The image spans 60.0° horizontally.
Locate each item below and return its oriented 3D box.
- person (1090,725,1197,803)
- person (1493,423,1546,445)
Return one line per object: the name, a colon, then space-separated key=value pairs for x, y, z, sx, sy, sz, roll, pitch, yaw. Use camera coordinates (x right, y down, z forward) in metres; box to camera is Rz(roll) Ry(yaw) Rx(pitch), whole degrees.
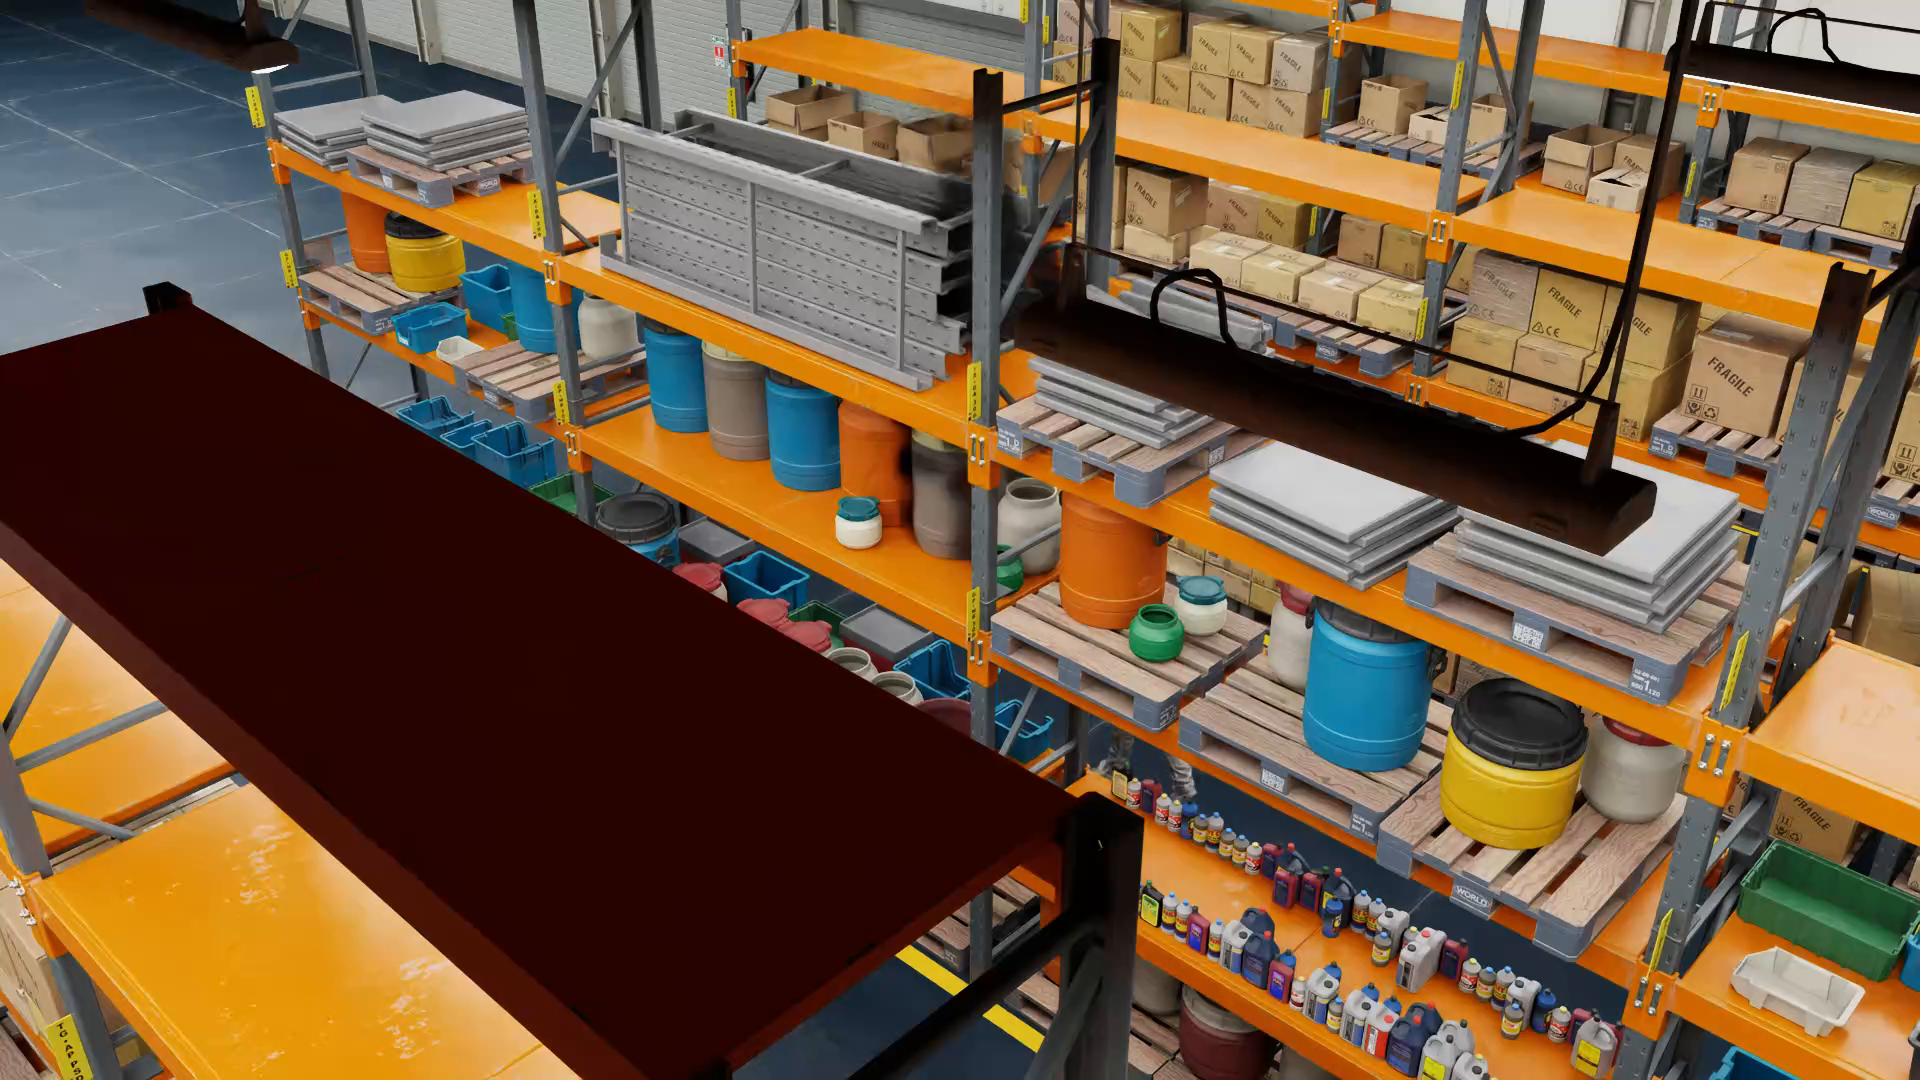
person: x=1.331 y=1.091 z=11.883 sx=0.909 sy=1.816 sz=0.682 roll=22 pitch=36 yaw=34
person: x=5.426 y=-0.749 z=15.873 sx=0.876 sy=1.727 sz=0.637 roll=17 pitch=34 yaw=28
